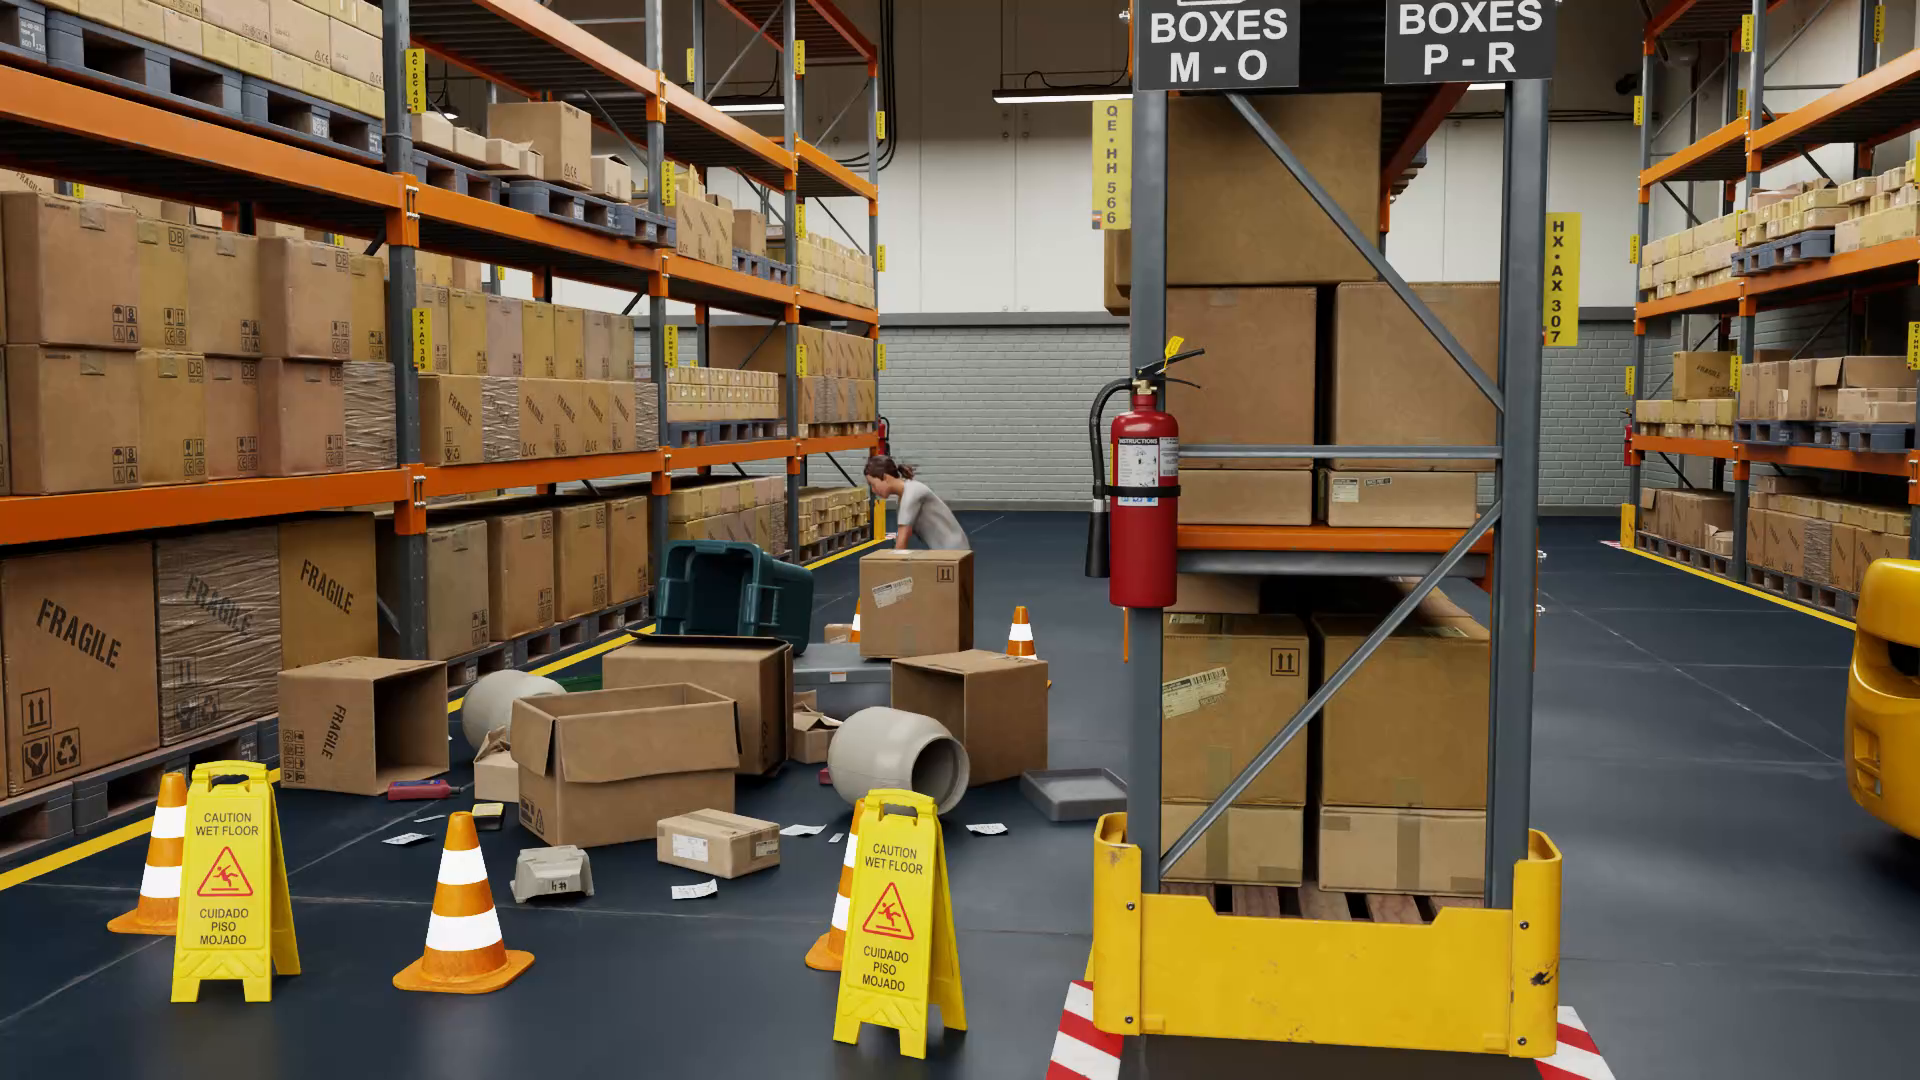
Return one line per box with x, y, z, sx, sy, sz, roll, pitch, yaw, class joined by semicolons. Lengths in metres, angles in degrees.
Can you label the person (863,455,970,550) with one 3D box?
-0.264;0.136;10.339;0.667;1.333;0.491;0;5;0;person
